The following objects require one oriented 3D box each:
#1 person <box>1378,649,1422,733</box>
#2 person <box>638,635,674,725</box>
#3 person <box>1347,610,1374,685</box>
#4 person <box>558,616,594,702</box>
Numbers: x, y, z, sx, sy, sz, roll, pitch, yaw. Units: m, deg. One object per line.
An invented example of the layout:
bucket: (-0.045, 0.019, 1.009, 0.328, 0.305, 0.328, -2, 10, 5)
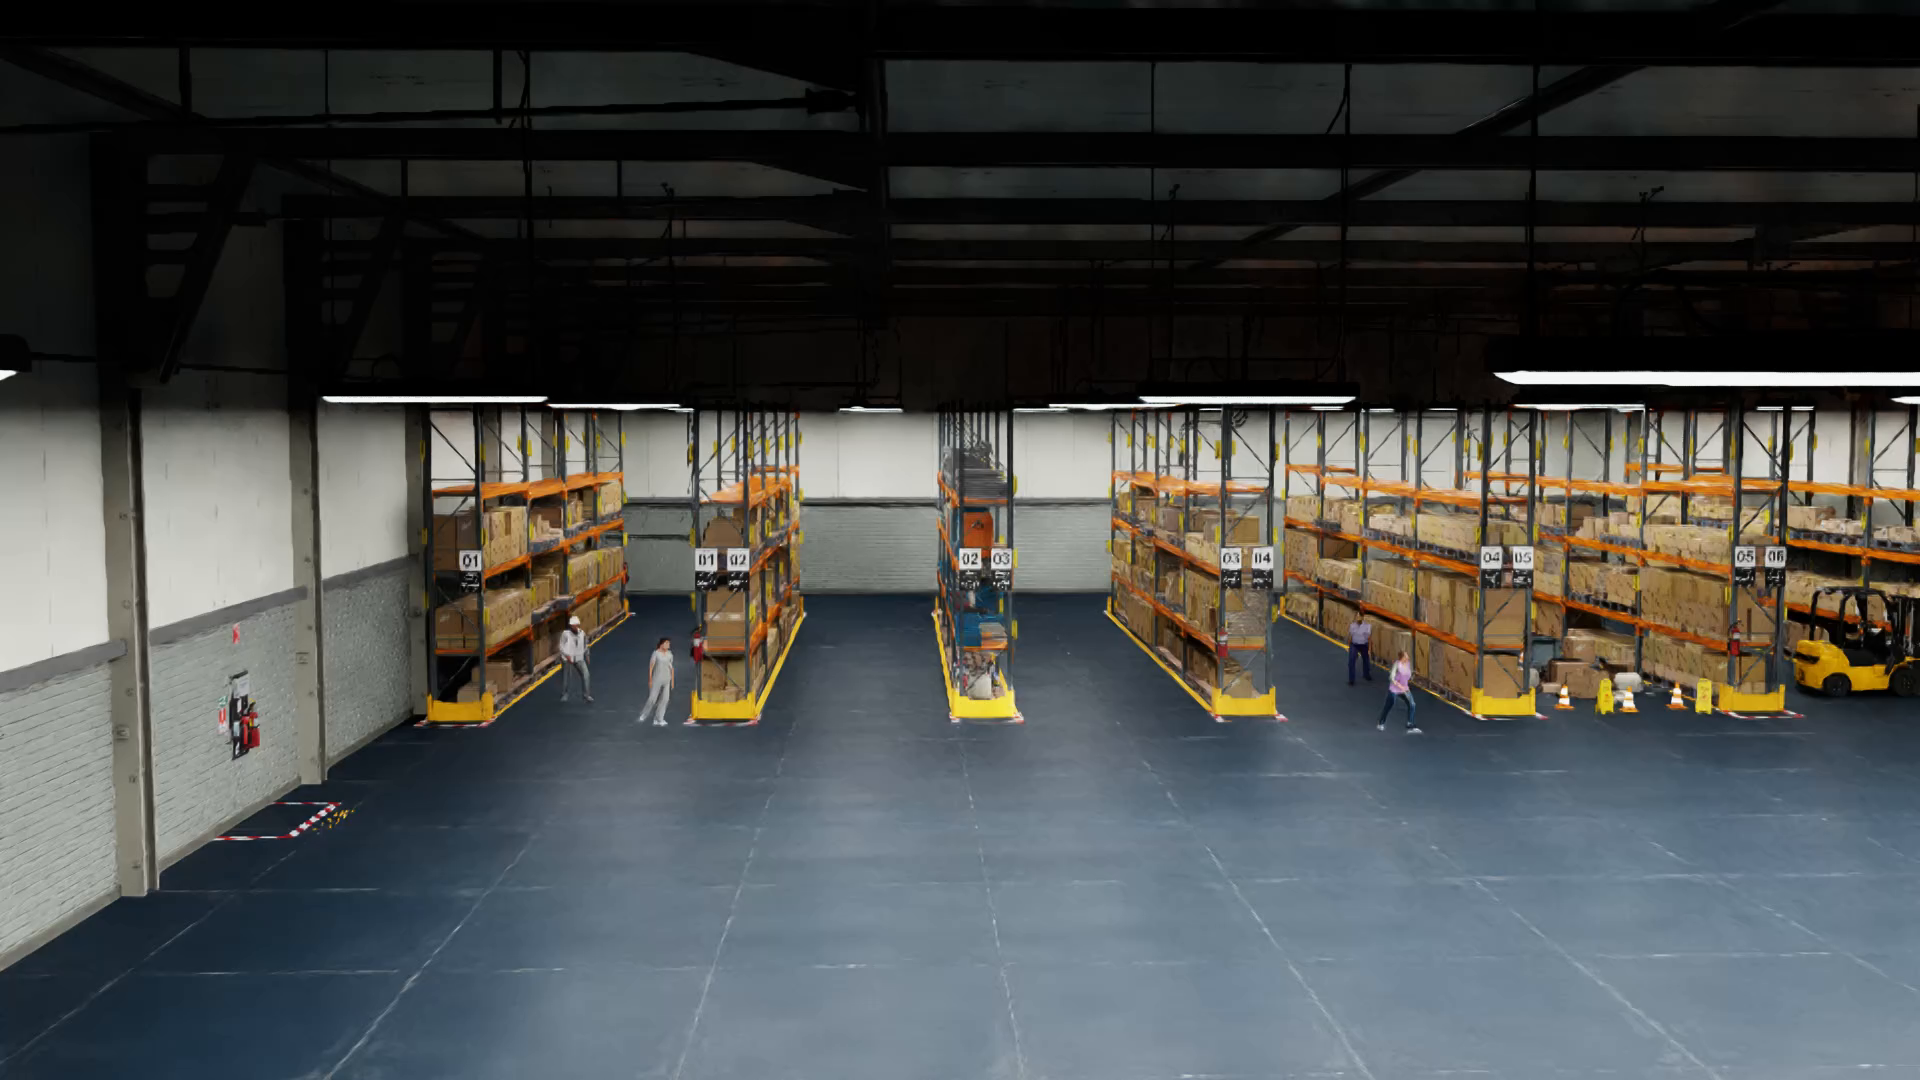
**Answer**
person: (7.872, 2.681, 29.839, 0.561, 1.525, 0.787, -2, 5, -20)
person: (-5.595, 2.579, 30.588, 0.642, 1.657, 0.499, -4, 6, -39)
person: (8.476, 2.267, 35.151, 0.534, 1.569, 0.938, 1, 5, 19)
person: (-7.663, 2.350, 33.016, 0.654, 1.716, 0.765, -2, 5, -24)
